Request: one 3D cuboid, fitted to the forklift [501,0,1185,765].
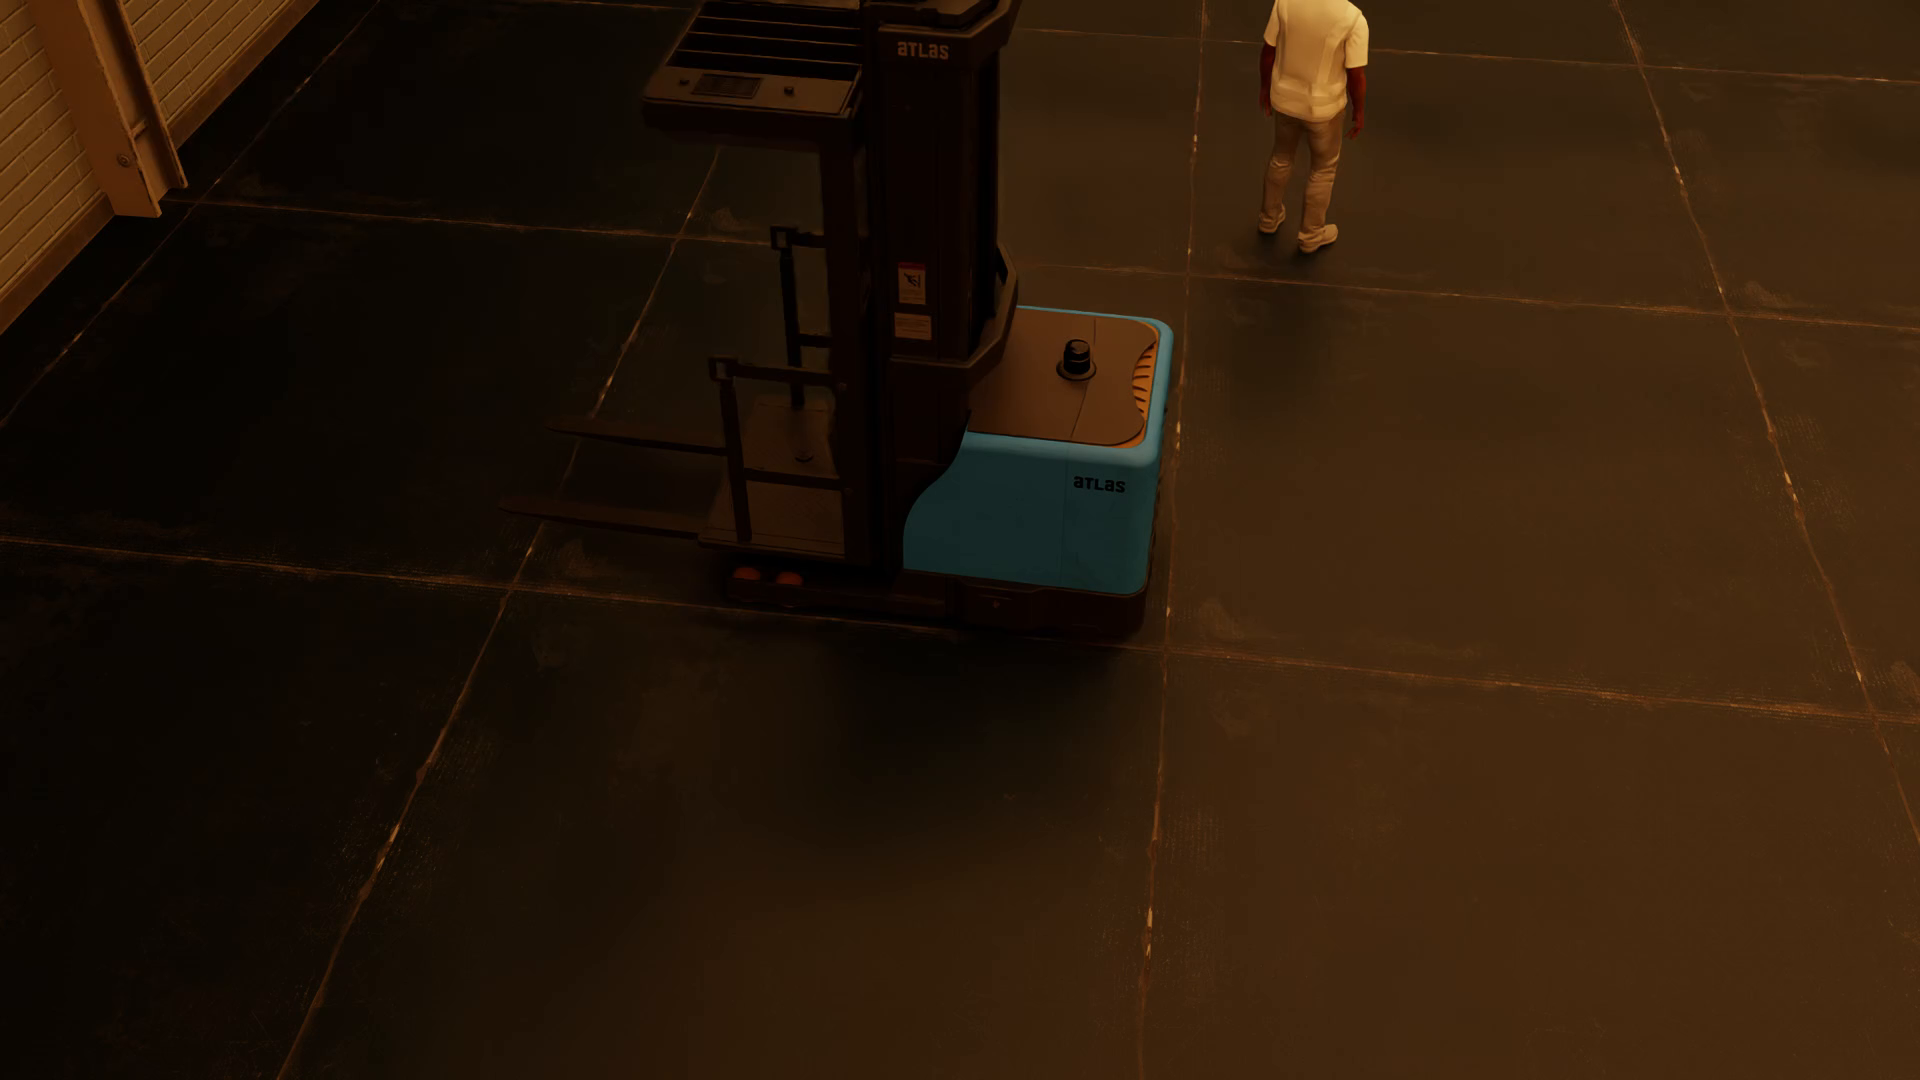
[{"bbox_3d":[-0.502,-0.799,6.594,3.031,2.935,1.130,-26,48,-25],"label":"forklift"}]

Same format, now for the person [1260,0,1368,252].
[{"bbox_3d":[1.956,-2.470,9.282,0.602,1.759,0.463,26,48,25],"label":"person"}]
